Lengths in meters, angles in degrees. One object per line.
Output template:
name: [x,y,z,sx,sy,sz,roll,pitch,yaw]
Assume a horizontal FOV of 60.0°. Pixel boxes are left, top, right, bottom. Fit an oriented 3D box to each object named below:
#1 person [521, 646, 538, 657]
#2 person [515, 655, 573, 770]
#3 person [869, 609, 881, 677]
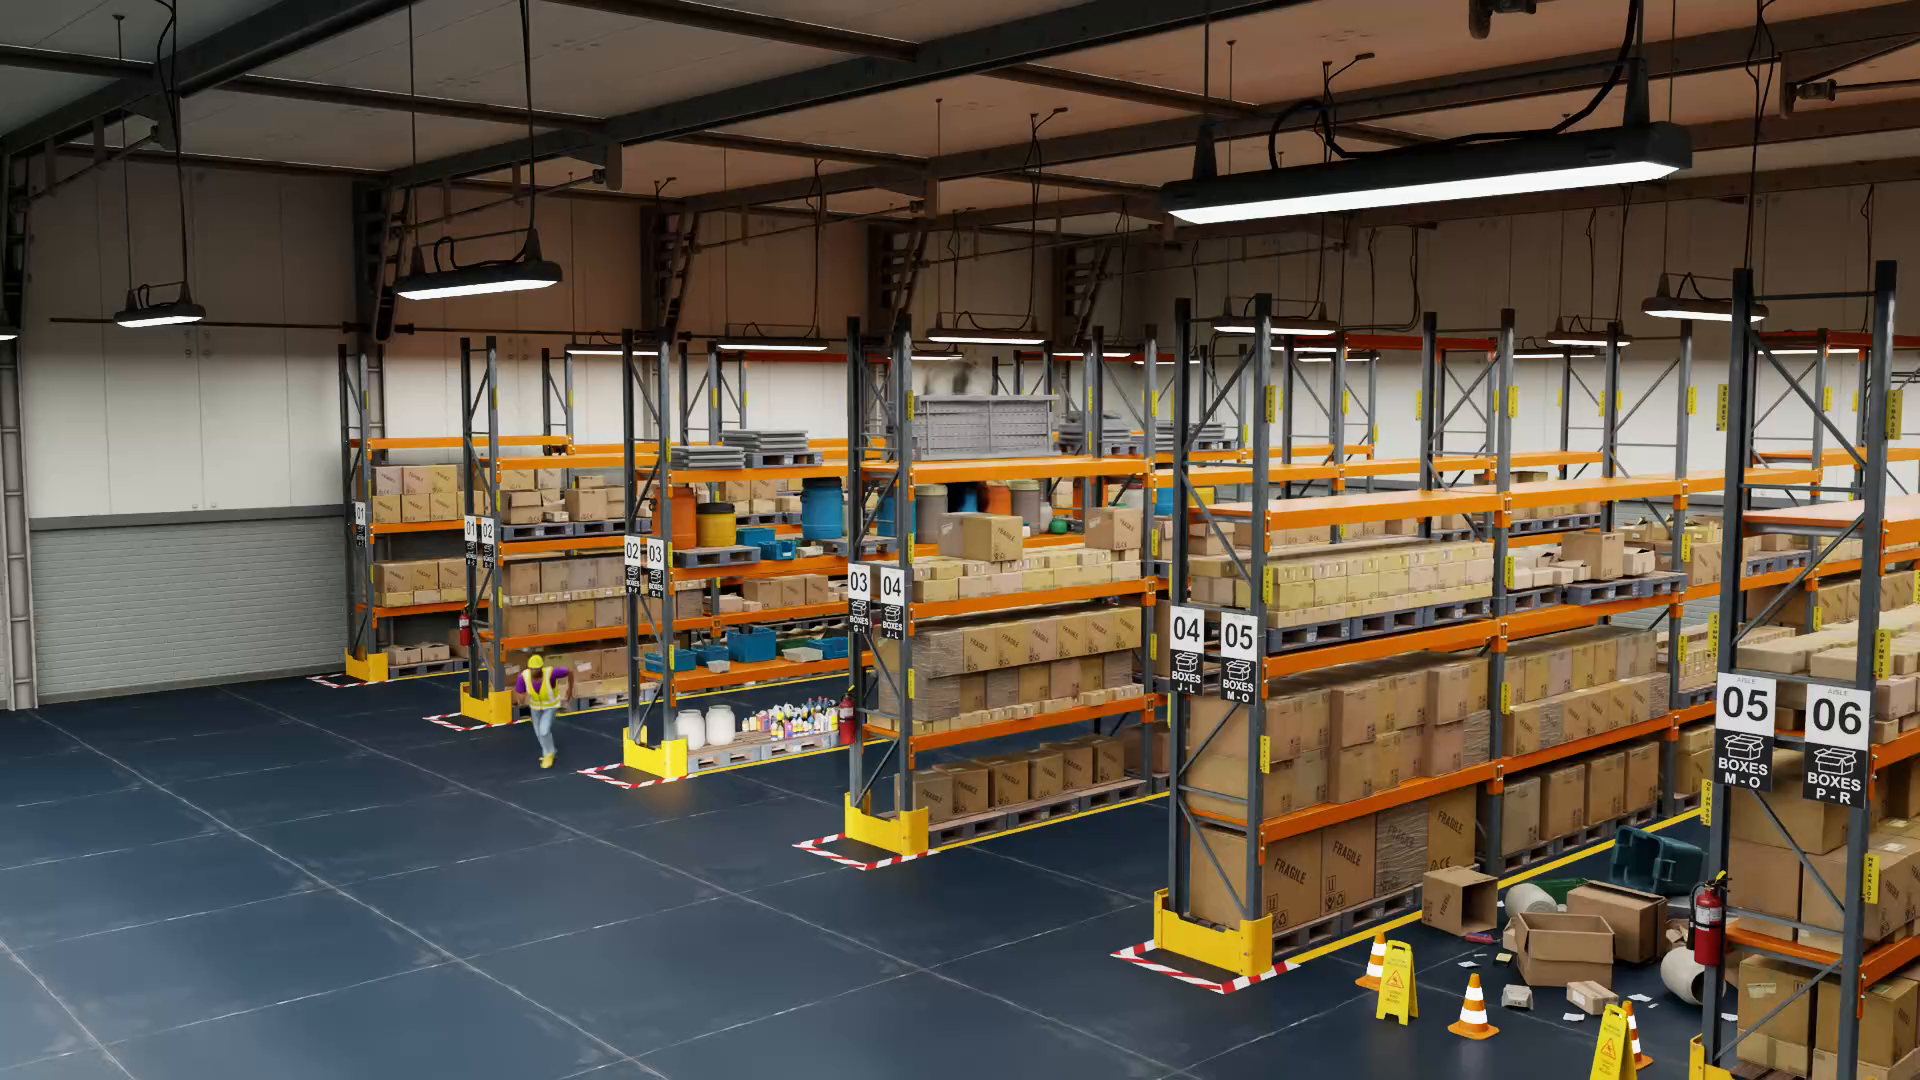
person: [-7.368,1.759,28.398,0.675,1.822,0.757,4,7,40]
person: [-5.655,2.334,22.694,0.741,1.630,0.933,0,5,3]
person: [-1.507,1.516,28.364,0.543,1.666,0.506,5,7,41]
